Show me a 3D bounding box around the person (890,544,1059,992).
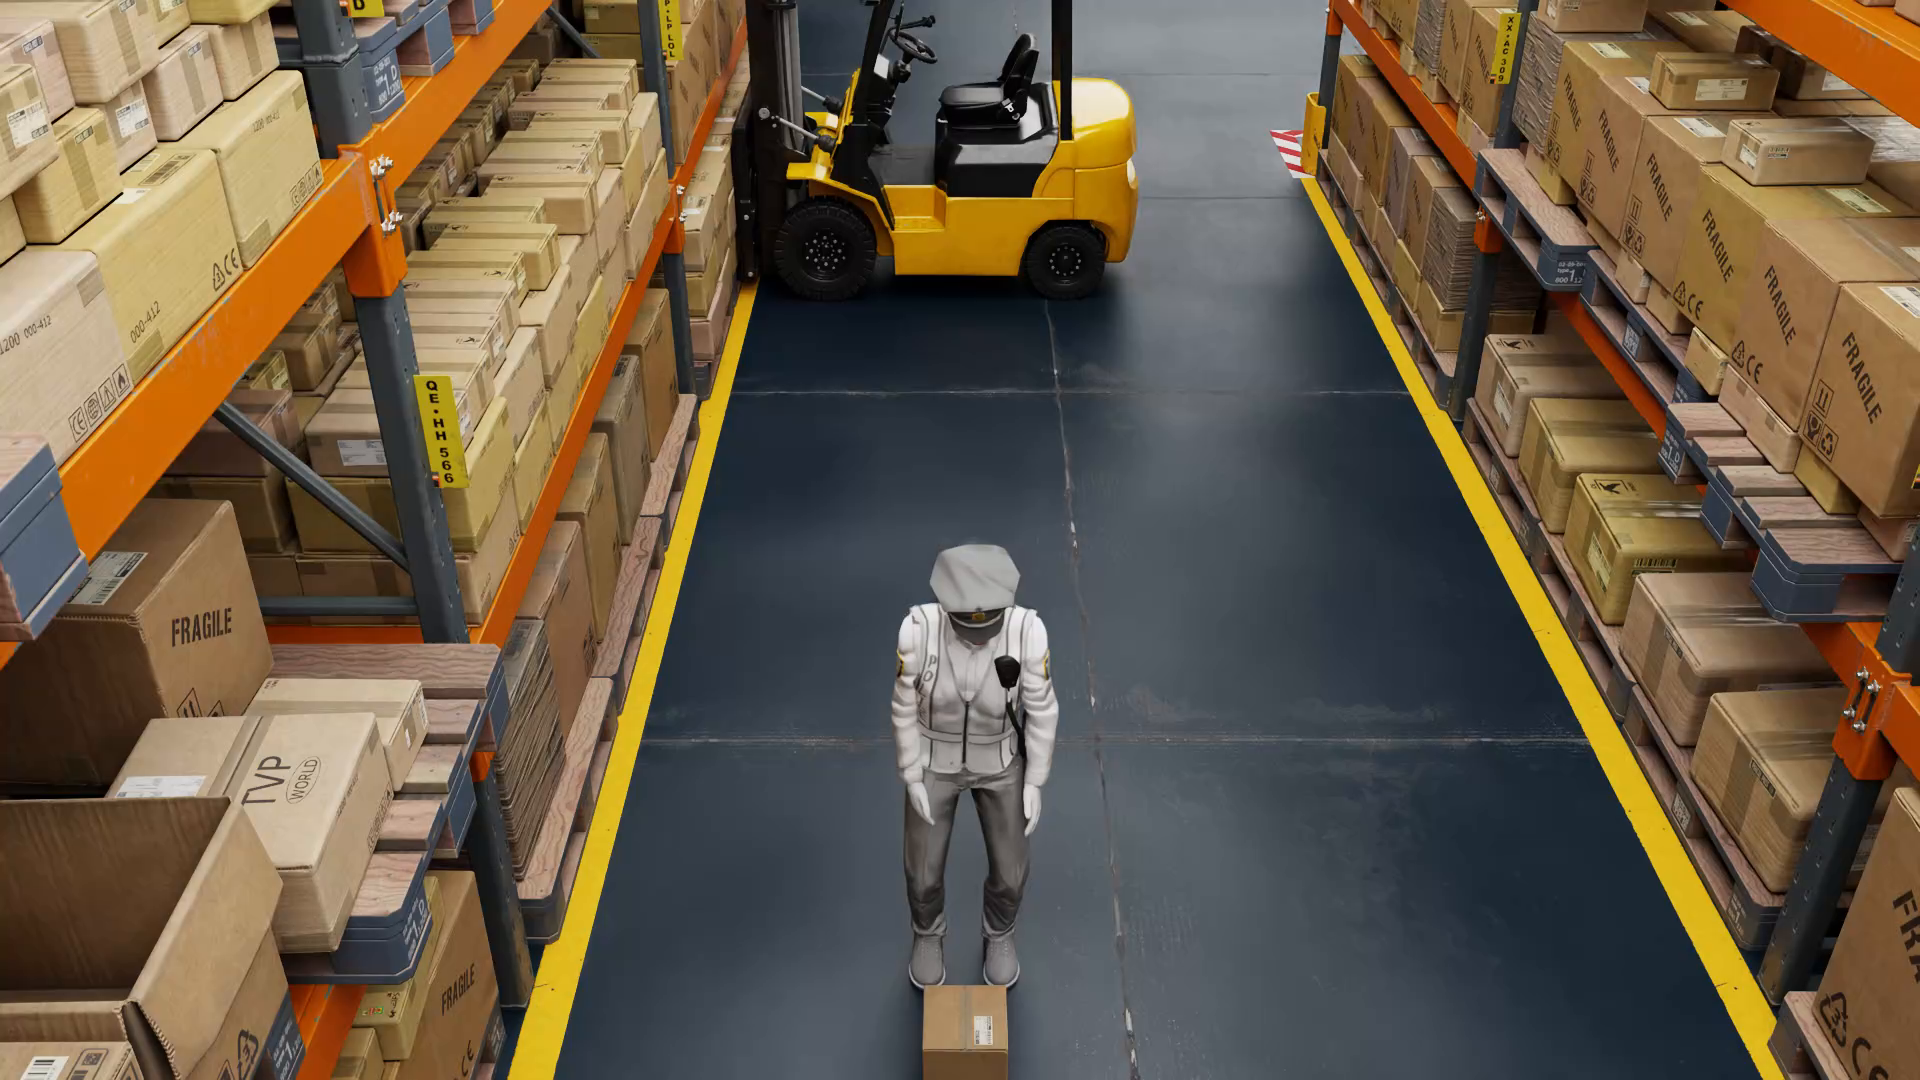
[{"bbox_3d":[0.042,0.710,5.041,0.500,1.619,0.446,1,32,1],"label":"person"}]
